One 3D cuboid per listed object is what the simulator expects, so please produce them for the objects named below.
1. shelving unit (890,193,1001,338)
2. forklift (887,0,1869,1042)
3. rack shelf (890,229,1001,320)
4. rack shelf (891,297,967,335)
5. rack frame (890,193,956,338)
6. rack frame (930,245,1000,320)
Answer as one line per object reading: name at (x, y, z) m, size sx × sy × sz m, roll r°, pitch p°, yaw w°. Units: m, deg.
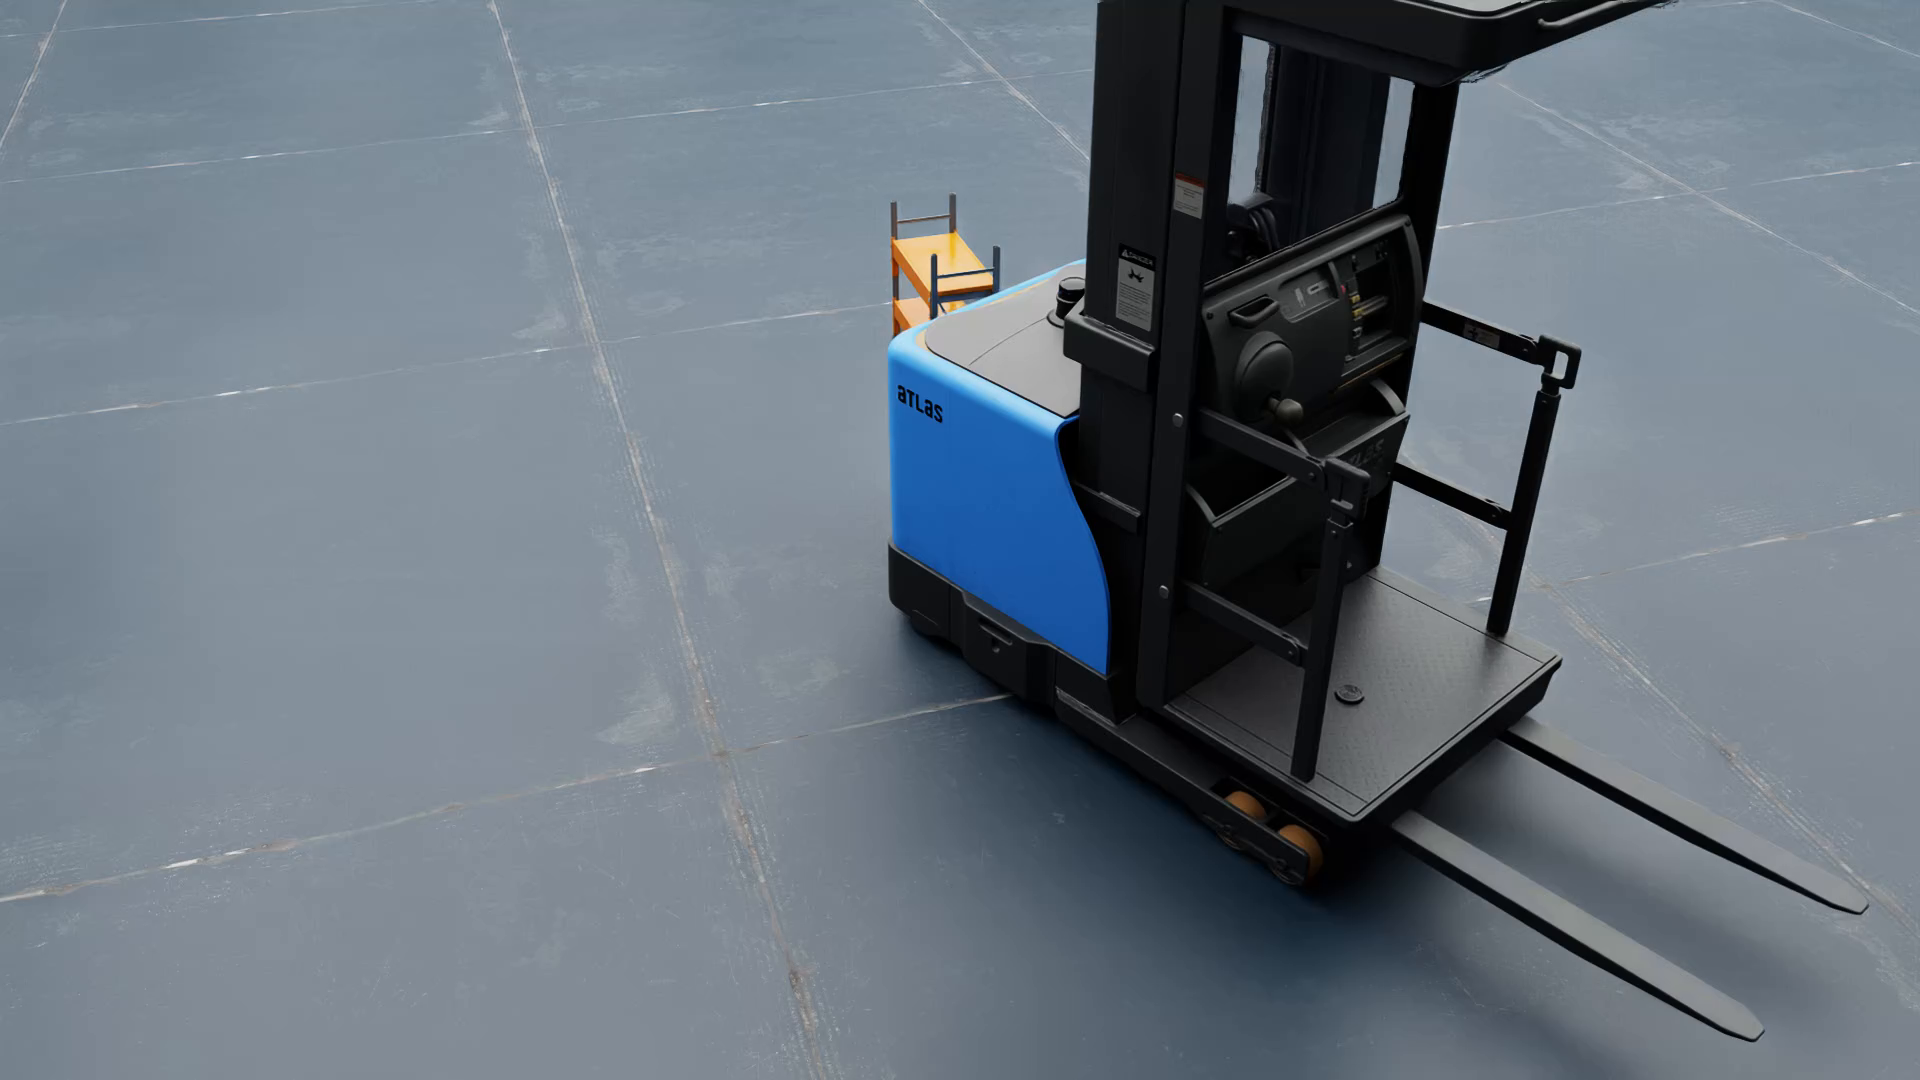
shelving unit at (-0.056, -0.591, 6.056) m, size 0.258 × 1.200 × 0.503 m, roll -10°, pitch 35°, yaw -15°
forklift at (1.126, -0.560, 4.439) m, size 1.130 × 2.935 × 3.031 m, roll -27°, pitch 42°, yaw -35°
rack shelf at (-0.056, -0.919, 5.839) m, size 0.258 × 0.148 × 0.480 m, roll -10°, pitch 35°, yaw -15°
rack shelf at (-0.056, -0.721, 5.969) m, size 0.258 × 0.148 × 0.480 m, roll -10°, pitch 35°, yaw -15°
rack frame at (-0.131, -0.719, 6.250) m, size 0.240 × 1.200 × 0.015 m, roll -10°, pitch 35°, yaw -15°
rack frame at (0.018, -0.463, 5.862) m, size 0.240 × 1.200 × 0.015 m, roll -10°, pitch 35°, yaw -15°
